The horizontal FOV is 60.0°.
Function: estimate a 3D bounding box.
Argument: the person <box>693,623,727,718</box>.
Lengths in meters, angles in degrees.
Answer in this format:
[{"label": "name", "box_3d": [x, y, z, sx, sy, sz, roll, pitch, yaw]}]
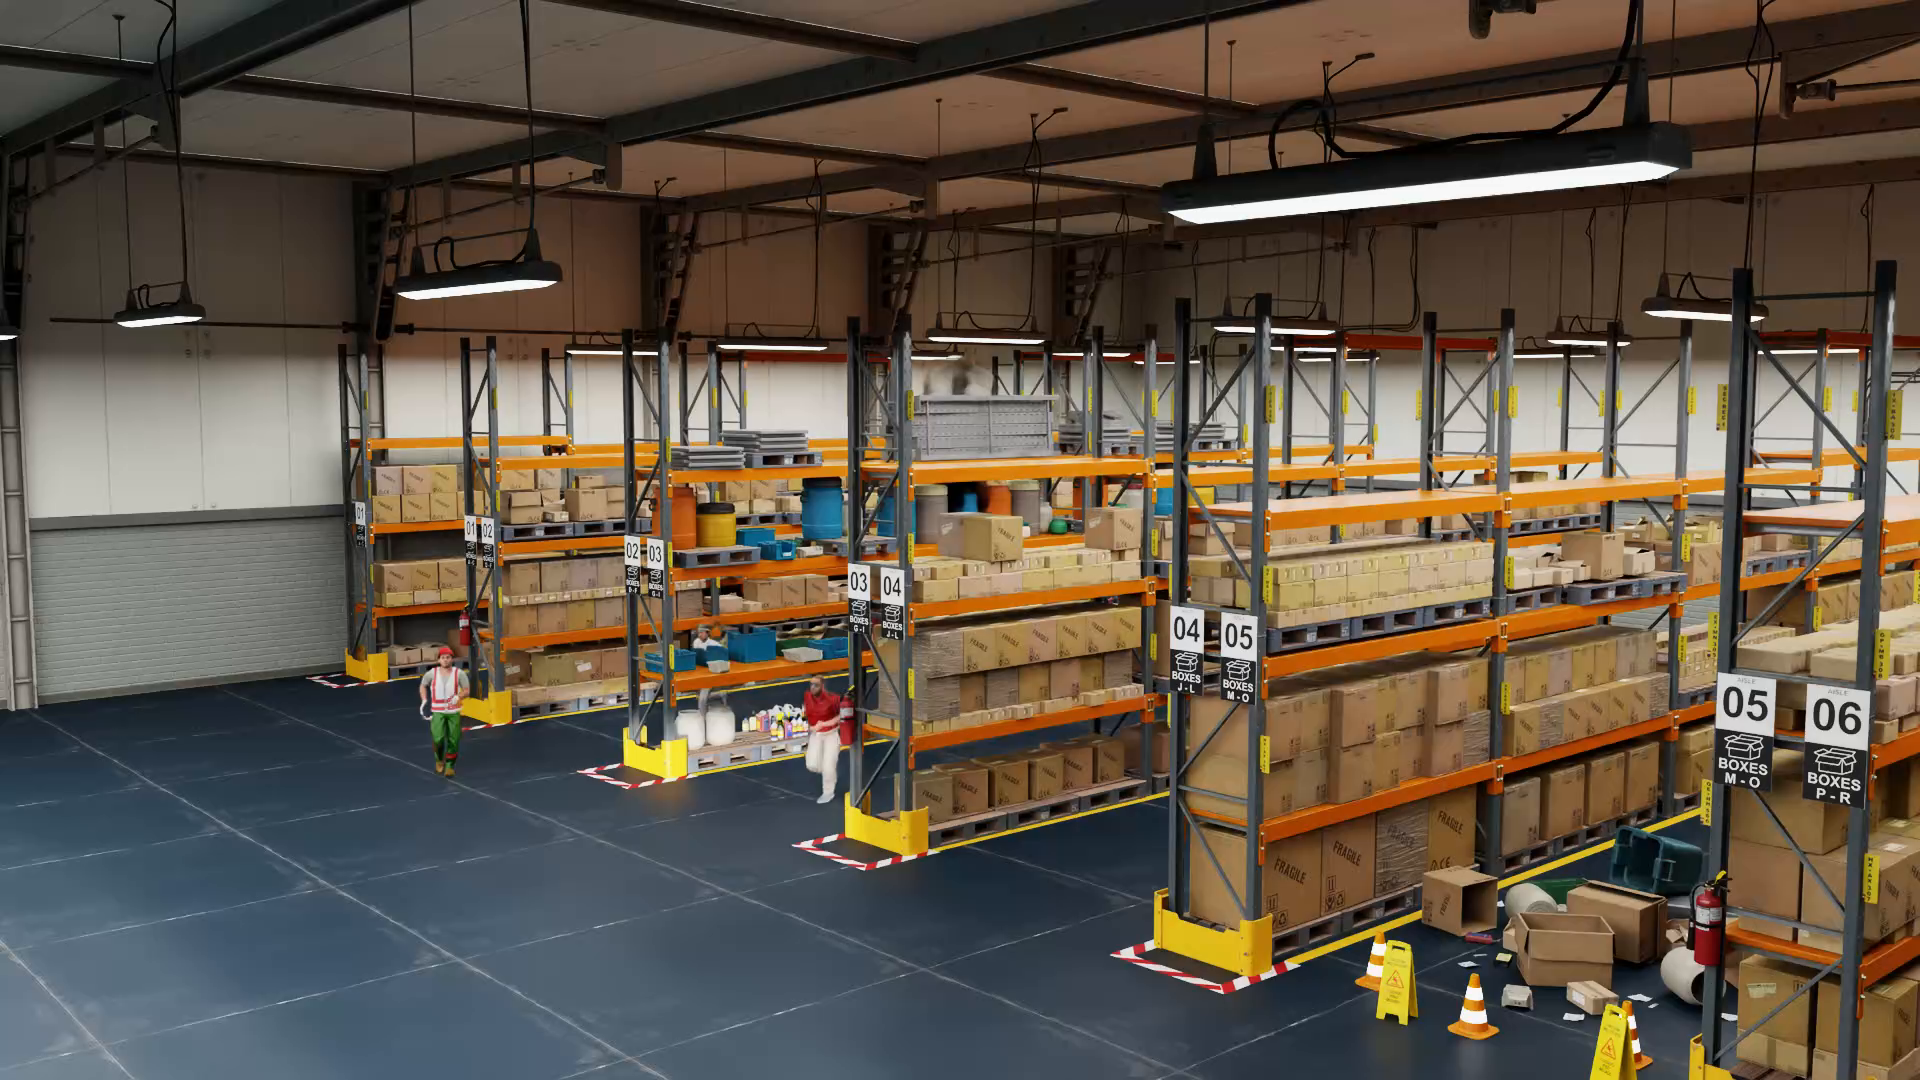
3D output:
[{"label": "person", "box_3d": [-3.847, 2.082, 25.591, 0.626, 1.673, 0.846, 3, 6, 29]}]

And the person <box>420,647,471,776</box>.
[{"label": "person", "box_3d": [-6.840, 2.300, 22.117, 0.650, 1.743, 0.615, -2, 5, -17]}]

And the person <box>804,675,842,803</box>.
[{"label": "person", "box_3d": [-1.723, 2.490, 20.868, 0.652, 1.655, 0.748, 2, 5, 21]}]

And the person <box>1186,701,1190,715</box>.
[{"label": "person", "box_3d": [3.684, 2.009, 26.048, 0.869, 1.648, 0.603, -5, 7, -44]}]
